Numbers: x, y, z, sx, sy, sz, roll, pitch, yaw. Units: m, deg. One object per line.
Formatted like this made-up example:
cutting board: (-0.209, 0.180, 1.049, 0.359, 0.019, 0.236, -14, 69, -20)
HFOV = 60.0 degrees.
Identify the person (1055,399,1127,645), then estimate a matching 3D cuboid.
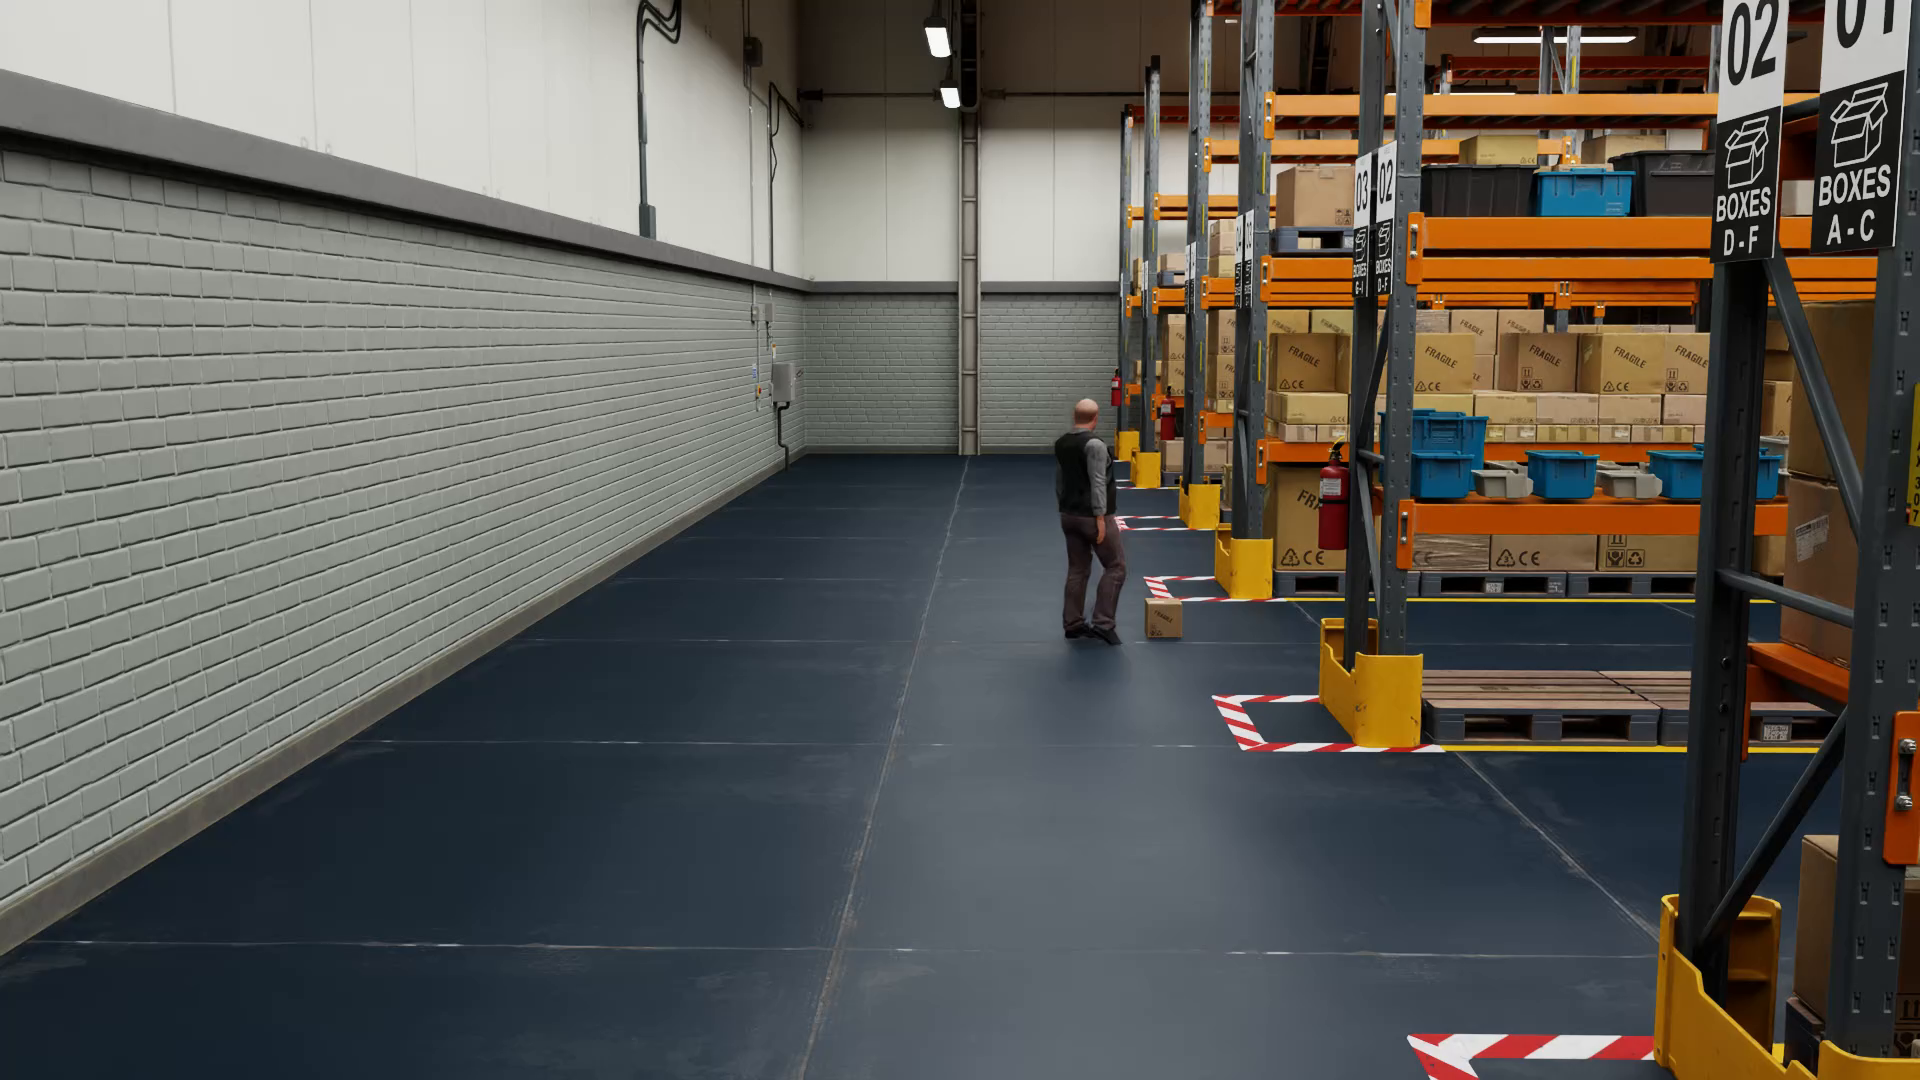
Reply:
person: (0.923, -0.101, 11.869, 0.403, 1.807, 0.568, -5, 9, -33)
